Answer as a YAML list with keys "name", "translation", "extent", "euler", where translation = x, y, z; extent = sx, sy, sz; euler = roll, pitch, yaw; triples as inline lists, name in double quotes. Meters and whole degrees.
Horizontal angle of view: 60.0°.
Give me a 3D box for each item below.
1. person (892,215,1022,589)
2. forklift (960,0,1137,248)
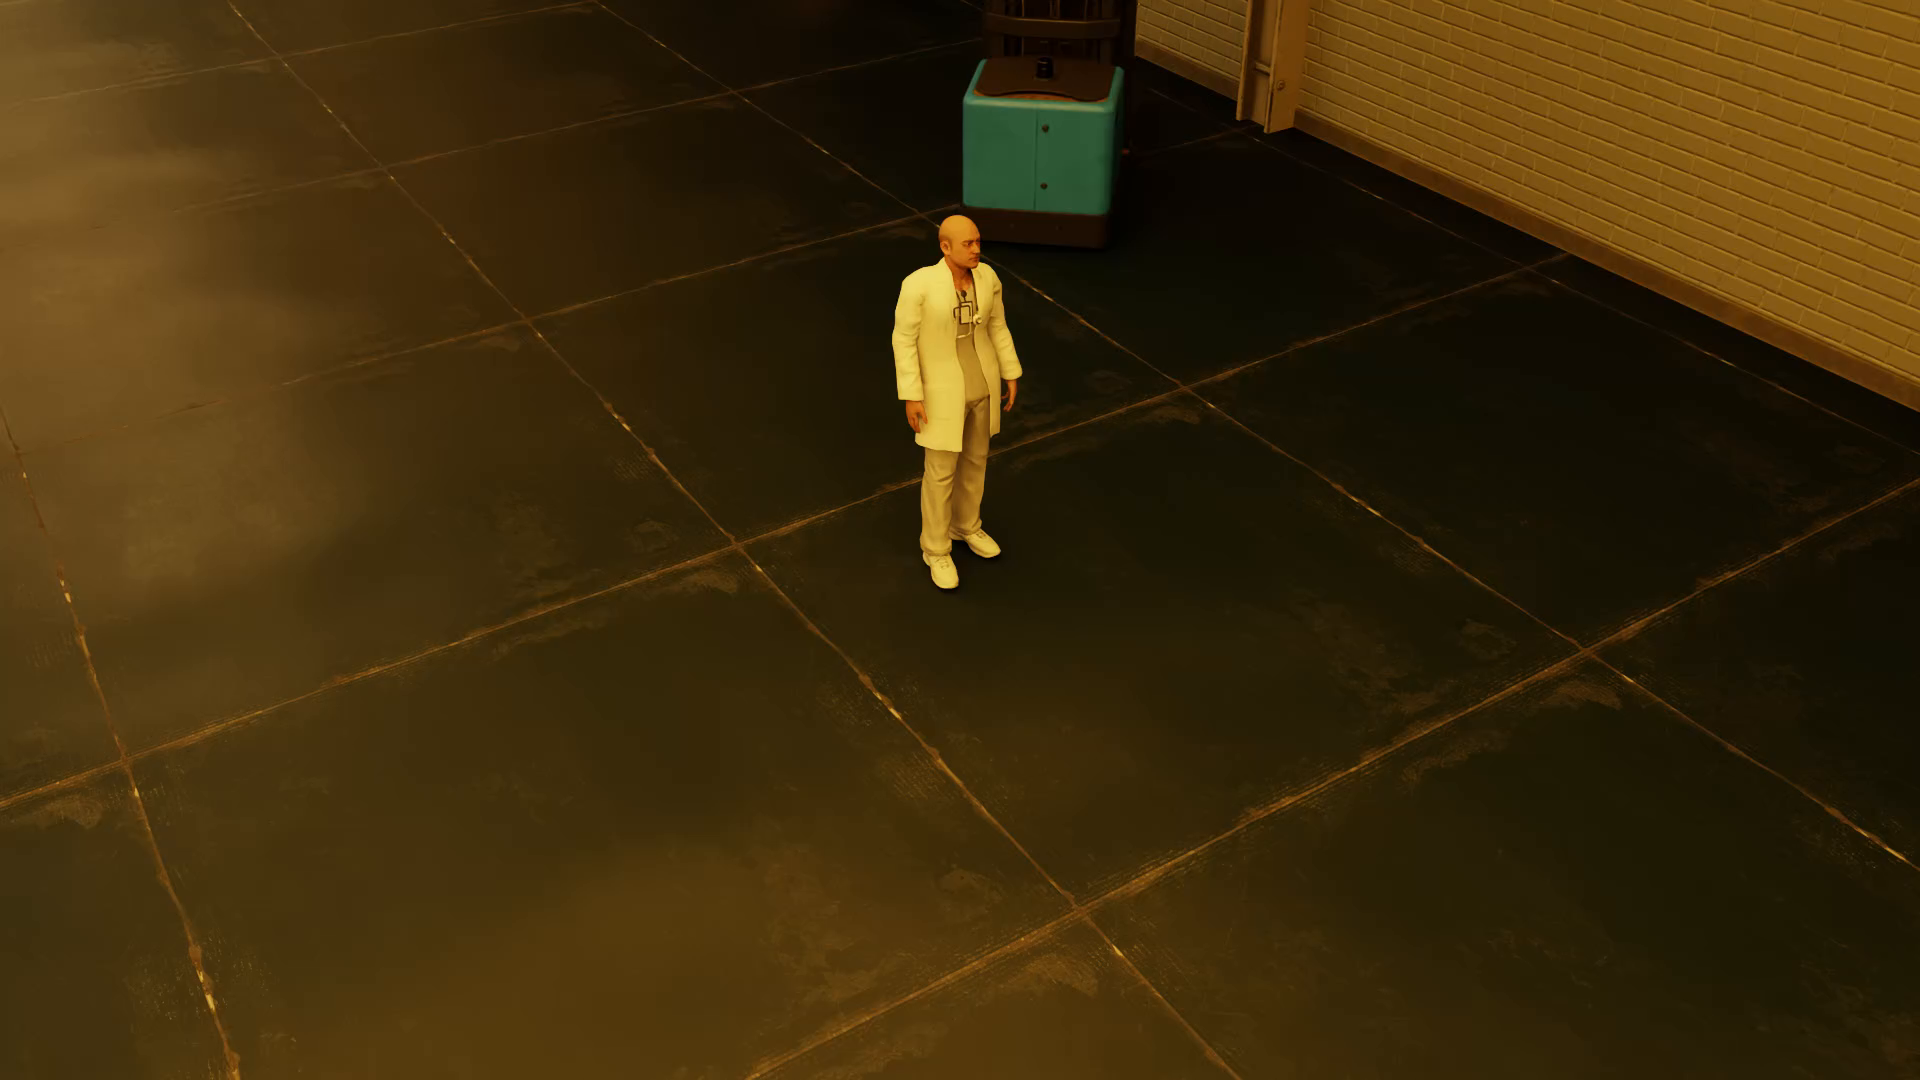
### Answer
- name: "person"
  translation: [0.045, -0.688, 8.118]
  extent: [0.696, 1.776, 0.581]
  euler: [-21, 40, -27]
- name: "forklift"
  translation: [0.748, -4.043, 11.902]
  extent: [1.130, 2.935, 3.031]
  euler: [5, 35, 7]
